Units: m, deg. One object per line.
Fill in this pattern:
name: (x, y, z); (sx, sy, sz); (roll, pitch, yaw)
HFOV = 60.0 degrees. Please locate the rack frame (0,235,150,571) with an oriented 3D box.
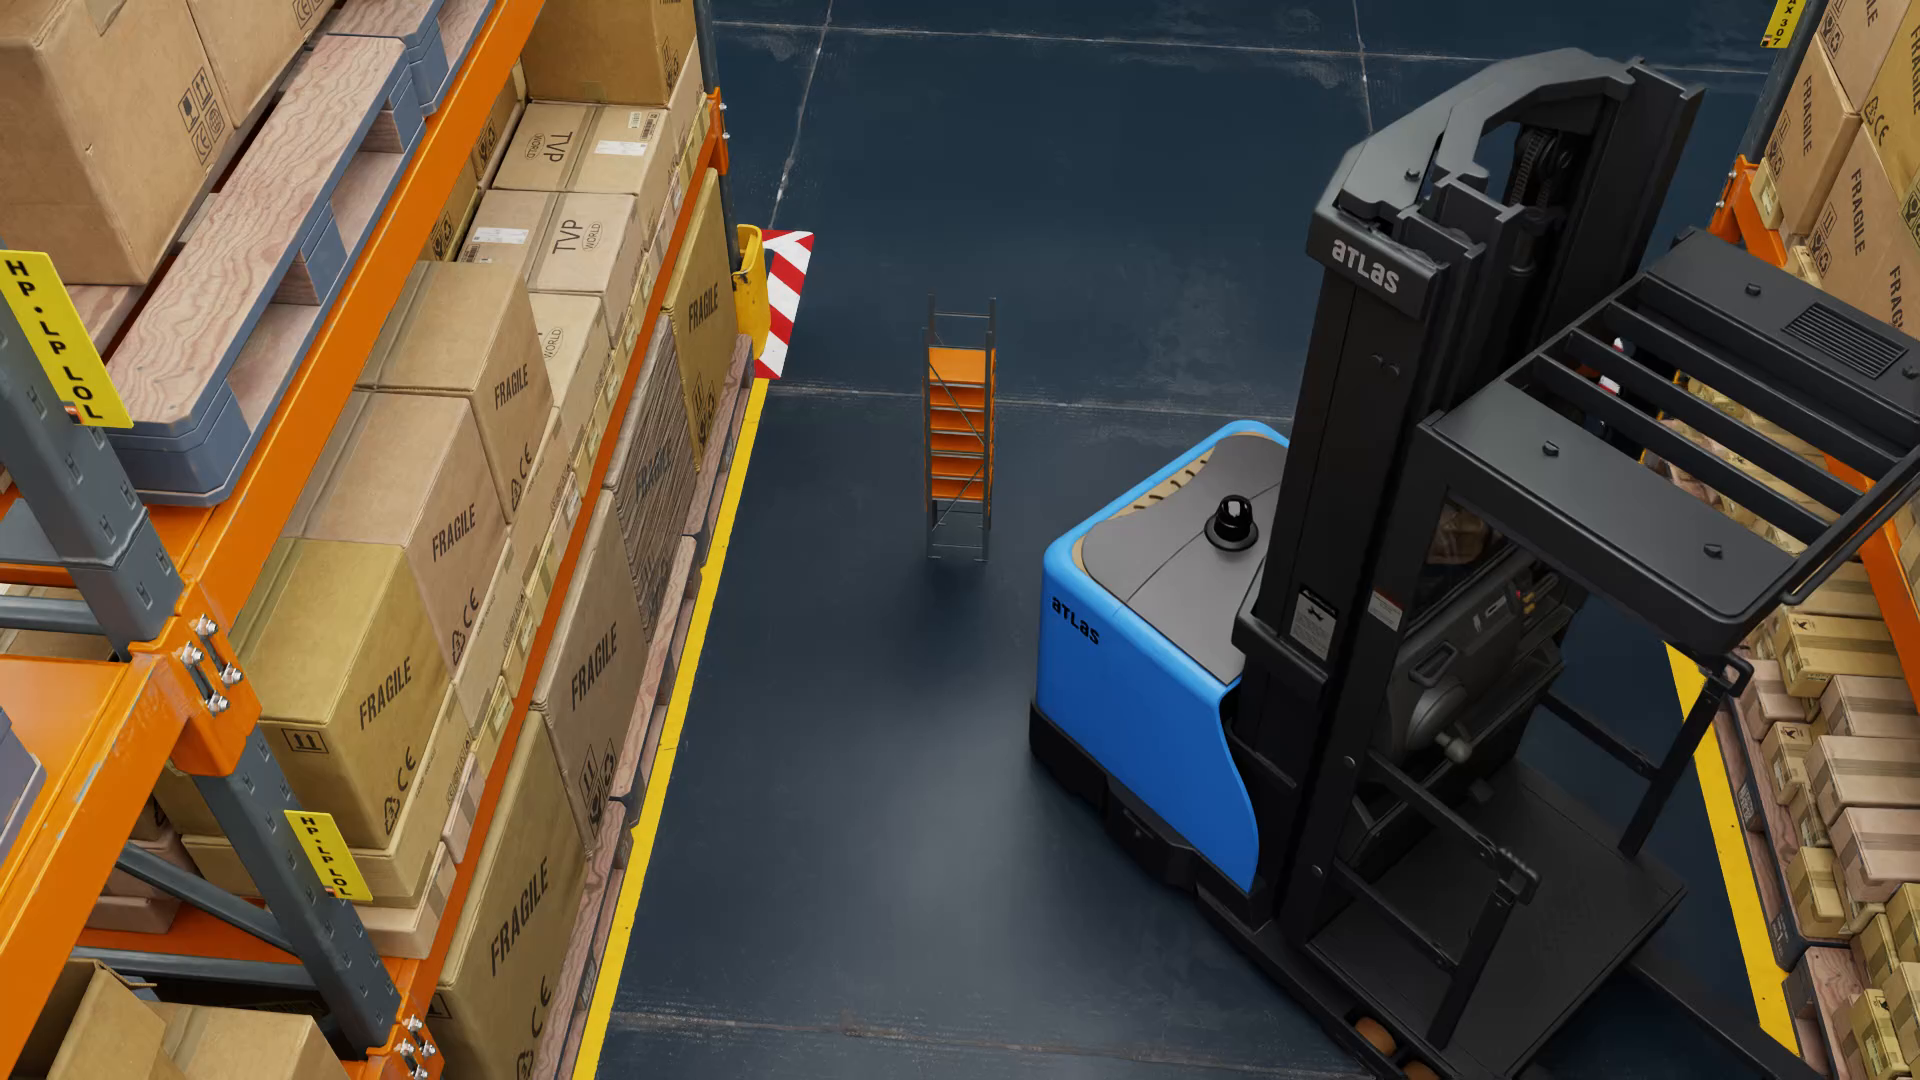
rack frame: (-1.831, -1.043, 1.606); (1.000, 3.000, 0.127); (4, 48, 4)

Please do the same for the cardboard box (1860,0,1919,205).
cardboard box: (3.119, -1.338, 4.994); (0.500, 0.500, 0.500); (5, 48, 5)

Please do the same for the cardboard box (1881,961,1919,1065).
cardboard box: (2.872, 1.356, 4.721); (0.380, 0.149, 0.250); (3, 48, 3)

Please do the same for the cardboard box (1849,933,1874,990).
cardboard box: (3.008, 1.329, 5.149); (0.380, 0.149, 0.250); (3, 48, 3)

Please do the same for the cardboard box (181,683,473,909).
cardboard box: (-1.527, 0.604, 4.065); (0.500, 0.250, 0.500); (3, 48, 3)

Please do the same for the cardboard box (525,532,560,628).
cardboard box: (-1.380, 0.103, 4.793); (0.380, 0.149, 0.250); (3, 48, 3)

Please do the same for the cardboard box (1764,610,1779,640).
cardboard box: (3.084, 0.304, 5.885); (0.380, 0.149, 0.250); (2, 48, 2)

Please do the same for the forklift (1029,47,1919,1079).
forklift: (1.600, 0.348, 4.446); (1.130, 2.935, 3.031); (-33, 56, -27)

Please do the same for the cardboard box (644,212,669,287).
cardboard box: (-1.241, -1.029, 5.829); (0.380, 0.149, 0.250); (5, 48, 4)

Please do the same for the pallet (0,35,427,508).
pallet: (-1.746, -0.601, 3.295); (1.003, 0.211, 1.213); (4, 48, 4)

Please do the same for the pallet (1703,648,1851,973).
pallet: (3.234, 0.936, 5.751); (1.003, 0.211, 1.213); (4, 48, 4)

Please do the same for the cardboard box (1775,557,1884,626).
cardboard box: (3.047, 0.210, 5.769); (0.380, 0.149, 0.250); (6, 48, 5)

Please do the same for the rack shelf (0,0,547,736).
rack shelf: (-1.648, -1.258, 4.322); (1.077, 0.370, 4.000); (4, 48, 4)

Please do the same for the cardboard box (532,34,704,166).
cardboard box: (-1.246, -1.634, 6.111); (0.500, 0.250, 0.500); (3, 48, 3)

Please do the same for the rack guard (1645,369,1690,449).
rack guard: (3.457, -0.651, 7.006); (1.175, 0.500, 0.348); (4, 48, 4)

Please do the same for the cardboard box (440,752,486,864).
cardboard box: (-1.449, 0.678, 4.267); (0.380, 0.149, 0.250); (2, 48, 2)

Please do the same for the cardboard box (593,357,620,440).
cardboard box: (-1.310, -0.466, 5.314); (0.380, 0.149, 0.250); (5, 48, 4)

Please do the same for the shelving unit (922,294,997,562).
shelving unit: (-0.001, -0.394, 6.298); (0.258, 1.200, 0.189); (4, 48, 4)

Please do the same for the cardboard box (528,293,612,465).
cardboard box: (-1.382, -0.504, 5.078); (0.500, 0.250, 0.500); (4, 48, 4)

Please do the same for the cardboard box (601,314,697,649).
cardboard box: (-1.528, -0.238, 6.090); (0.875, 0.875, 0.875); (4, 48, 4)

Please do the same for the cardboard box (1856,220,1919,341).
cardboard box: (3.067, -0.619, 5.014); (0.500, 0.500, 0.500); (4, 48, 4)

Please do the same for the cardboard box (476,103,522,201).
cardboard box: (-1.820, -1.291, 5.798); (0.500, 0.250, 0.500); (3, 48, 3)

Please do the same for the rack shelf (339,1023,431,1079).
rack shelf: (-2.013, 2.694, 2.741); (1.077, 0.370, 4.000); (4, 48, 4)

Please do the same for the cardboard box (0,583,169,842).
cardboard box: (-2.055, 0.323, 3.814); (0.500, 0.500, 0.500); (5, 48, 5)

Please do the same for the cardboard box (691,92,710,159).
cardboard box: (-1.171, -1.589, 6.341); (0.380, 0.149, 0.250); (5, 48, 4)

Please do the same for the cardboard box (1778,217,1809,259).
cardboard box: (3.126, -1.059, 5.856); (0.380, 0.149, 0.250); (5, 48, 5)

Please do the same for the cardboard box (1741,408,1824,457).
cardboard box: (3.173, -0.357, 6.288); (0.380, 0.149, 0.250); (5, 48, 4)

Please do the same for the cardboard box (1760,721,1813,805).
cardboard box: (2.970, 0.772, 5.659); (0.380, 0.149, 0.250); (4, 48, 4)

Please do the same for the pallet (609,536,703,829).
pallet: (-1.575, 0.470, 6.177); (1.003, 0.211, 1.213); (4, 48, 4)

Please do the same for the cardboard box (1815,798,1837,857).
cardboard box: (2.999, 0.897, 5.343); (0.380, 0.149, 0.250); (2, 48, 2)

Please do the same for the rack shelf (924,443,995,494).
rack shelf: (-0.001, -0.283, 6.419); (0.258, 0.103, 0.180); (4, 48, 4)

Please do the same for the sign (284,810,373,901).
sign: (-1.289, 0.647, 3.395); (0.100, 0.325, 0.005); (4, 48, 4)

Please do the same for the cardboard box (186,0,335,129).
cardboard box: (-1.766, -1.214, 3.375); (0.700, 0.500, 0.500); (6, 48, 6)

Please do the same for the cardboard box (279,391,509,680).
cardboard box: (-1.480, -0.017, 4.125); (0.500, 0.500, 0.500); (4, 48, 4)

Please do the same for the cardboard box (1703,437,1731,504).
cardboard box: (3.079, -0.265, 6.405); (0.380, 0.149, 0.250); (4, 48, 3)

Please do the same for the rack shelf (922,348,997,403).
rack shelf: (-0.001, -0.607, 6.065); (0.258, 0.103, 0.180); (4, 48, 4)

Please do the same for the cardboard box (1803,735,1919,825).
cardboard box: (2.918, 0.767, 5.260); (0.380, 0.149, 0.250); (2, 48, 2)

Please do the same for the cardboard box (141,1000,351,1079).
cardboard box: (-1.601, 1.310, 3.451); (0.500, 0.500, 0.500); (4, 48, 4)

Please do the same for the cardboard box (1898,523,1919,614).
cardboard box: (2.963, 0.095, 4.801); (0.380, 0.149, 0.250); (5, 48, 4)

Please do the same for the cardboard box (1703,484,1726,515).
cardboard box: (3.155, -0.168, 6.518); (0.380, 0.149, 0.250); (4, 48, 3)

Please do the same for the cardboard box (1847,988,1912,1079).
cardboard box: (2.831, 1.459, 4.829); (0.380, 0.149, 0.250); (2, 48, 2)
